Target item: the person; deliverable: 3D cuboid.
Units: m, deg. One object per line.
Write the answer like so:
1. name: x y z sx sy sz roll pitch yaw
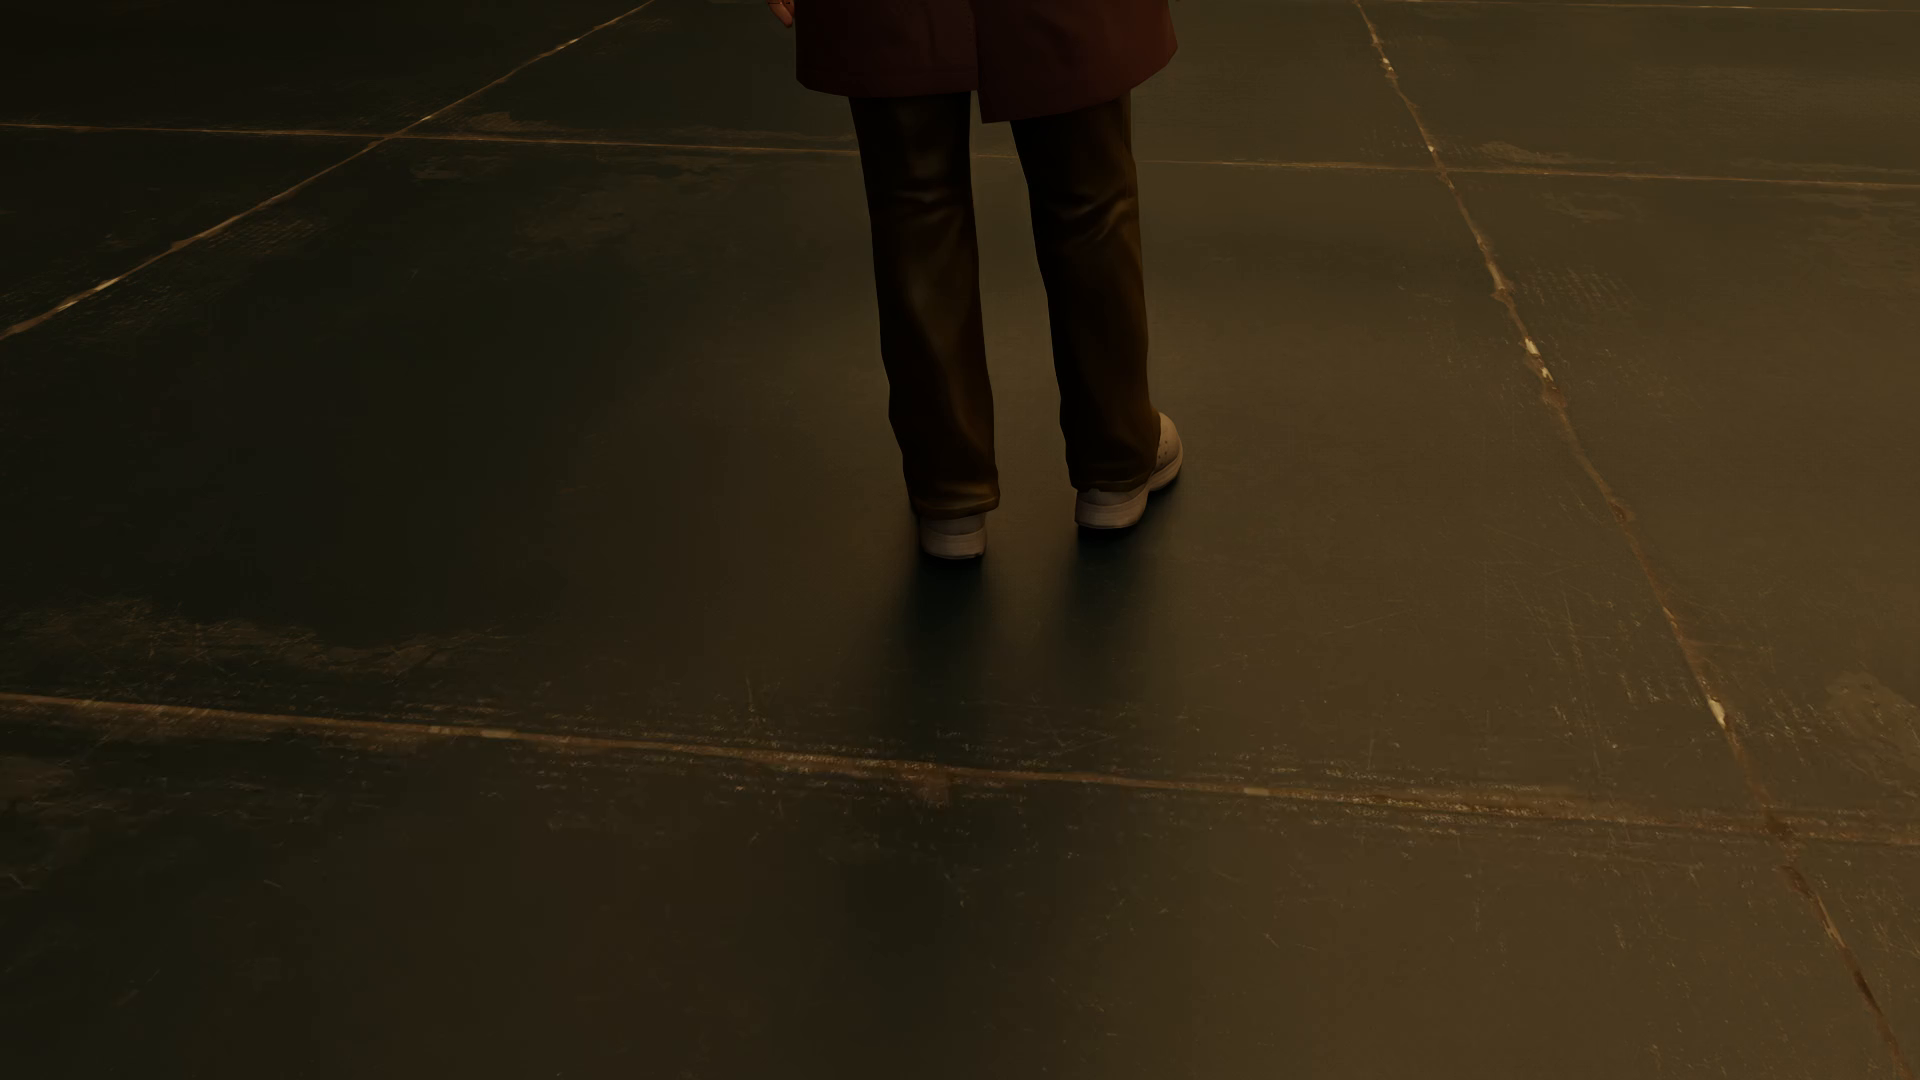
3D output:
1. person: 0.016 -0.842 2.181 0.696 1.778 0.579 3 27 7
